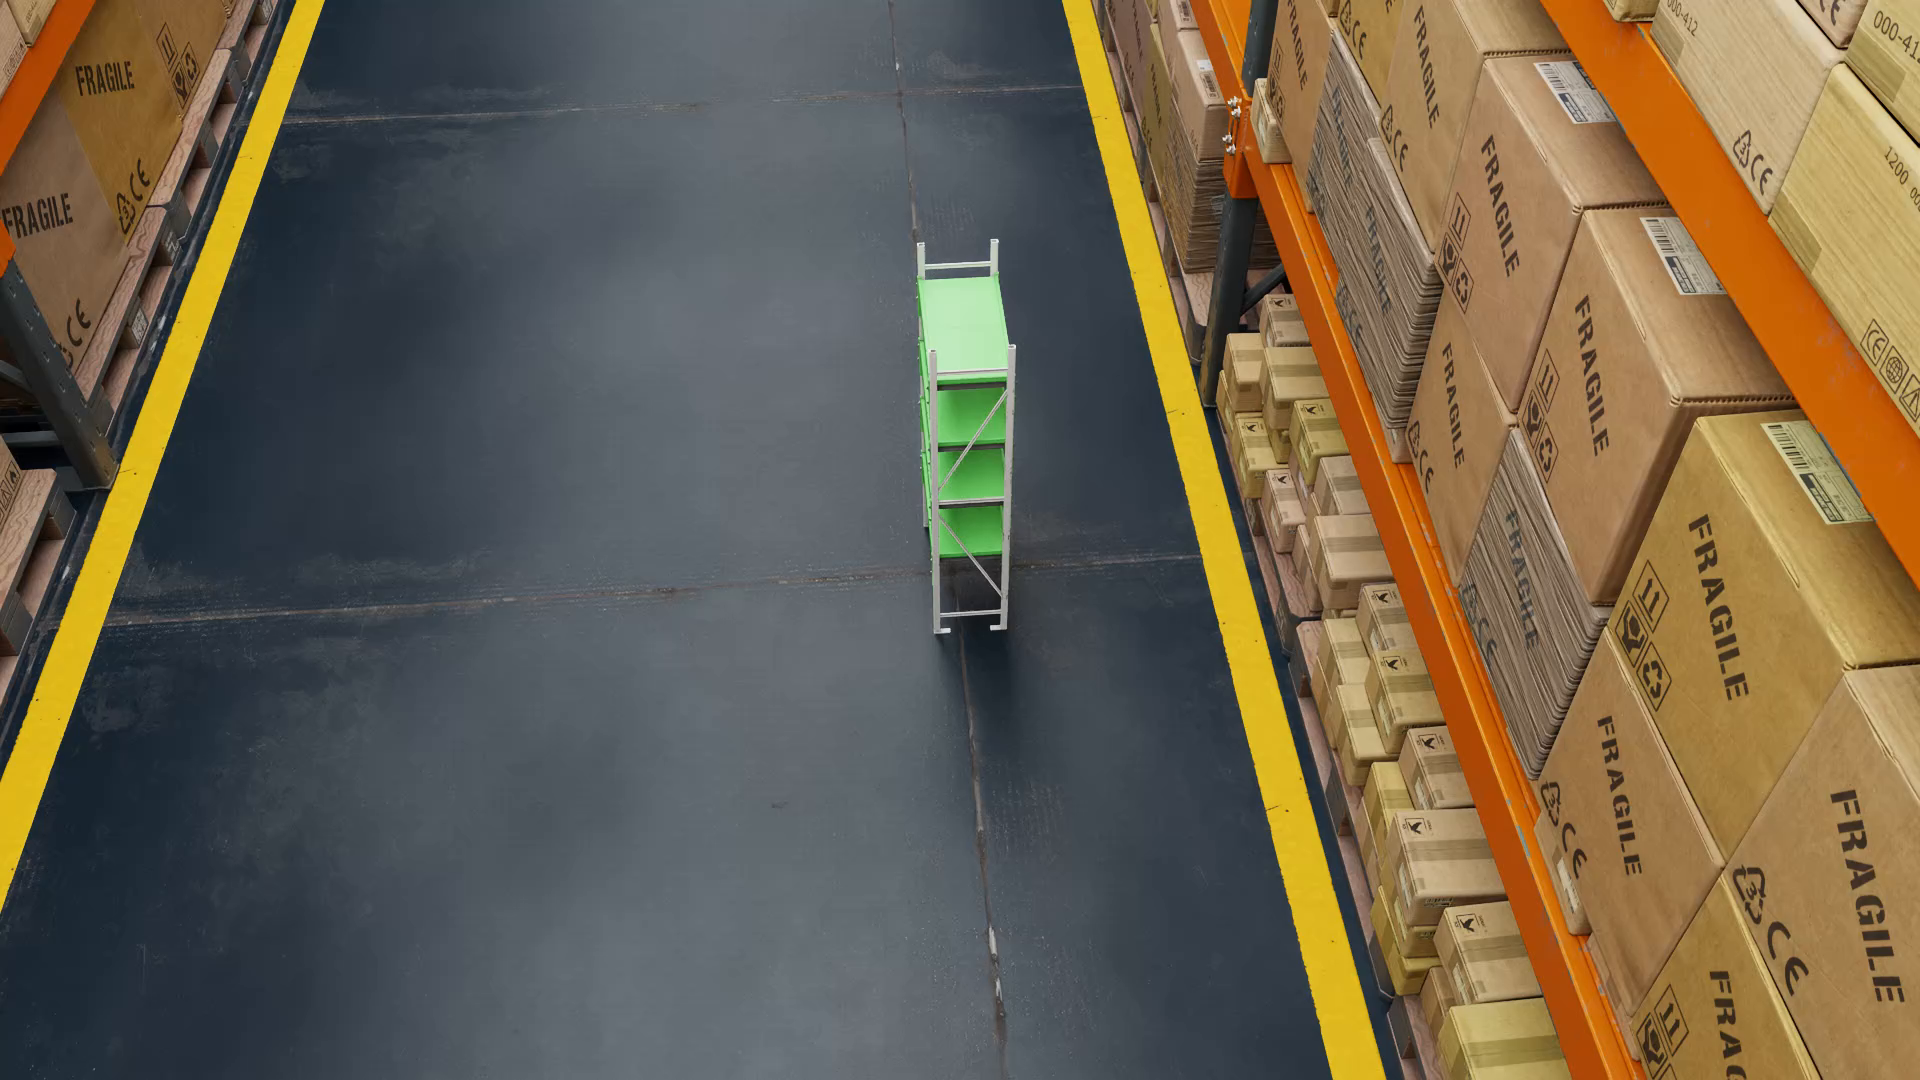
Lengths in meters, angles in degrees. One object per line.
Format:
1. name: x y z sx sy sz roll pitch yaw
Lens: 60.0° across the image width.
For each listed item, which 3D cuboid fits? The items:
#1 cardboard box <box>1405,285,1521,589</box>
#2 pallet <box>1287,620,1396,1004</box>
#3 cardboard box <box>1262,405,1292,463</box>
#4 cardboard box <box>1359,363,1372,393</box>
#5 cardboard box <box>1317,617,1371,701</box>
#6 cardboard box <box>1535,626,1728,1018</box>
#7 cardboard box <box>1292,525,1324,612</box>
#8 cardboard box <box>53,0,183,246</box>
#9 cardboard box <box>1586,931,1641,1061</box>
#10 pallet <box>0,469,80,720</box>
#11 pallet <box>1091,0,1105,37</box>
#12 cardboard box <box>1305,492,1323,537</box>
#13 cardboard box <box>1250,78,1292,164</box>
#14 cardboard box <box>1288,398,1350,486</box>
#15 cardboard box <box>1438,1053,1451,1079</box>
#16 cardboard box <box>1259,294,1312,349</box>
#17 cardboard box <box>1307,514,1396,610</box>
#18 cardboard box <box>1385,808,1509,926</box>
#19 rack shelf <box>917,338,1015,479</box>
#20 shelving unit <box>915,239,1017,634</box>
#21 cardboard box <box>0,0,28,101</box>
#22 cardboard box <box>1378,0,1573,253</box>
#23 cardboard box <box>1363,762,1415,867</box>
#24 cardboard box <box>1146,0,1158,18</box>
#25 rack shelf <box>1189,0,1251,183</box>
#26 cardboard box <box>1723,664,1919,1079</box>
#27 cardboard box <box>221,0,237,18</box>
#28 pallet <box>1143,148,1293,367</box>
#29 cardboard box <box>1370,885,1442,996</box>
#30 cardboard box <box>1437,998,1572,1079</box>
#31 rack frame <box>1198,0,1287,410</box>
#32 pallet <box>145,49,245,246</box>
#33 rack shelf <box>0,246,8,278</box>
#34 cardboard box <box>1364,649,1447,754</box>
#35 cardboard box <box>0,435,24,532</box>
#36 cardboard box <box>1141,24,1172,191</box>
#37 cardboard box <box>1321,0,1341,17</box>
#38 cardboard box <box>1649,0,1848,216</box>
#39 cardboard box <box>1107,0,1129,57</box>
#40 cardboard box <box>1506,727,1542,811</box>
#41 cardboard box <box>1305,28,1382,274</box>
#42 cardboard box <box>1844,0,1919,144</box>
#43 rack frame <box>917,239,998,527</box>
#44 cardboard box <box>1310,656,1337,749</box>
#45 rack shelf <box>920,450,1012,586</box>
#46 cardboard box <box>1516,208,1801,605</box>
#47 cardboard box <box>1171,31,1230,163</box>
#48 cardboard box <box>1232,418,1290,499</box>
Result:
1. cardboard box: 1.323 -0.246 3.644 0.500 0.500 0.500 -1 47 -1
2. pallet: 1.600 0.734 4.910 1.003 0.211 1.213 -3 47 -3
3. cardboard box: 1.225 -0.401 5.533 0.380 0.149 0.250 -3 47 -3
4. cardboard box: 1.244 -0.527 4.356 0.380 0.149 0.250 -3 47 -3
5. cardboard box: 1.259 0.356 4.817 0.380 0.149 0.250 -4 47 -4
6. cardboard box: 1.406 0.481 2.955 0.500 0.500 0.500 -4 47 -4
7. cardboard box: 1.279 0.075 5.287 0.380 0.149 0.250 -4 47 -4
8. cardboard box: -3.736 -1.730 6.497 0.875 0.875 0.875 -2 47 -2
9. cardboard box: 1.410 0.805 3.094 0.380 0.149 0.250 -4 47 -4
10. pallet: -3.535 0.294 5.326 1.003 0.211 1.213 -3 47 -3
11. pallet: 1.132 -2.963 8.411 1.003 0.211 1.213 -3 47 -3
12. cardboard box: 1.301 -0.031 5.183 0.380 0.149 0.250 -6 47 -5
13. cardboard box: 1.101 -1.283 5.072 0.380 0.149 0.250 -2 47 -2
14. cardboard box: 1.260 -0.318 5.249 0.380 0.149 0.250 -4 47 -4
15. cardboard box: 1.364 1.293 3.928 0.380 0.149 0.250 -5 47 -5
16. cardboard box: 1.226 -0.701 5.612 0.380 0.149 0.250 -2 47 -2
17. cardboard box: 1.244 0.059 4.893 0.380 0.149 0.250 -3 47 -2
18. cardboard box: 1.293 0.817 4.175 0.380 0.149 0.250 -2 47 -2
19. rack shelf: 0.014 -0.414 5.073 0.258 0.148 0.480 -3 47 -3
20. shelving unit: 0.014 -0.293 5.201 0.258 1.200 0.503 -3 47 -3
21. cardboard box: -3.295 -1.503 5.210 0.500 0.250 0.500 -4 47 -4
22. cardboard box: 1.268 -0.992 3.662 0.500 0.500 0.500 -3 47 -3
23. cardboard box: 1.305 0.733 4.459 0.380 0.149 0.250 -1 47 -1
24. cardboard box: 1.001 -2.414 6.886 0.500 0.250 0.500 -5 47 -5
25. rack shelf: 1.236 -2.793 6.825 1.077 0.370 4.000 -3 47 -3
26. cardboard box: 1.452 0.504 2.245 0.500 0.500 0.500 -4 47 -4
27. cardboard box: -3.881 -3.023 7.721 0.875 0.875 0.875 -4 47 -4
28. pallet: 1.337 -1.198 6.739 1.003 0.211 1.213 -3 47 -3
29. cardboard box: 1.310 1.033 4.380 0.380 0.149 0.250 -5 47 -5
30. cardboard box: 1.329 1.199 3.813 0.380 0.149 0.250 -4 47 -4
31. rack frame: 1.403 -1.594 5.193 1.000 3.000 0.127 -3 47 -3
32. pallet: -3.766 -1.699 7.214 1.003 0.211 1.213 -3 47 -3
33. rack shelf: -3.354 0.475 3.730 1.077 0.370 4.000 -3 47 -3
34. cardboard box: 1.331 0.432 4.540 0.380 0.149 0.250 -3 47 -3
35. cardboard box: -3.575 -0.022 5.181 0.875 0.438 0.875 -4 47 -4
36. cardboard box: 1.048 -1.770 6.793 0.500 0.500 0.500 -4 47 -4
37. cardboard box: 1.198 -1.733 4.363 0.500 0.500 0.500 -2 47 -2
38. cardboard box: 1.358 -0.721 2.404 0.500 0.250 0.500 -2 47 -2
39. cardboard box: 0.967 -2.511 7.494 0.500 0.500 0.500 -5 47 -4
40. cardboard box: 1.372 0.430 3.450 0.380 0.149 0.250 -5 47 -5
41. cardboard box: 1.242 -0.999 4.357 0.500 0.500 0.500 -3 47 -3
42. cardboard box: 1.402 -0.539 1.888 0.500 0.250 0.500 -5 47 -4
43. rack frame: -0.007 -0.469 5.368 0.240 1.200 0.015 -3 47 -3
44. cardboard box: 1.263 0.461 4.921 0.380 0.149 0.250 -5 47 -4
45. rack shelf: 0.014 -0.084 5.422 0.258 0.148 0.480 -3 47 -3
46. cardboard box: 1.357 -0.238 2.947 0.500 0.500 0.500 -1 47 -1
47. cardboard box: 1.089 -1.660 6.172 0.500 0.250 0.500 -5 47 -4
48. cardboard box: 1.136 -0.282 5.626 0.380 0.149 0.250 -2 47 -2
